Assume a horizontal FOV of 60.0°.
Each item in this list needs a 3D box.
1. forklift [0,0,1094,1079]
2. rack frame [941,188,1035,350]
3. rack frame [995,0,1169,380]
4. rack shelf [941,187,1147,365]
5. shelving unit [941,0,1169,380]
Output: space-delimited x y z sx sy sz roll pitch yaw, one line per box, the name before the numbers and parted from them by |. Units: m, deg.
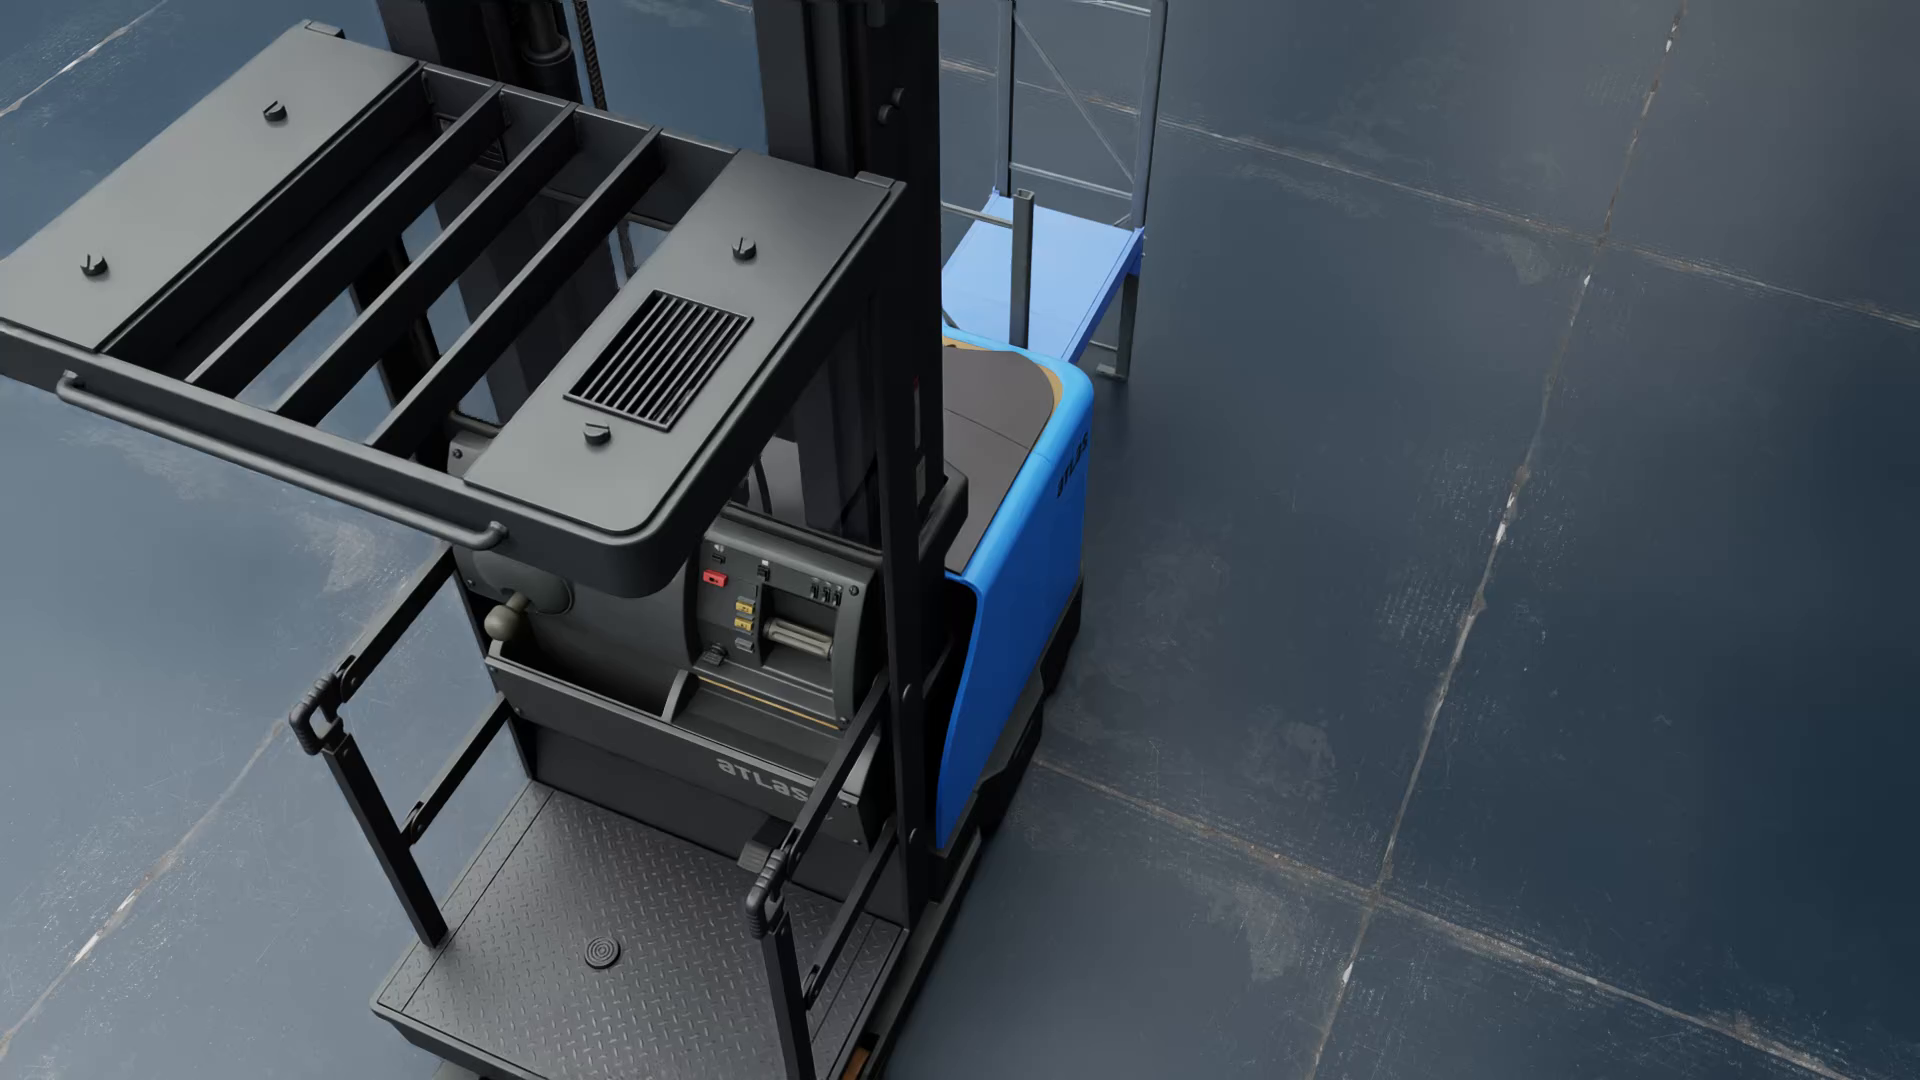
forklift | -0.694 0.195 3.160 1.130 2.935 3.031 18 52 15
rack frame | -0.056 -0.413 4.617 0.500 1.500 0.032 18 52 15
rack frame | 0.349 -1.124 5.221 0.500 1.500 0.032 18 52 15
rack shelf | 0.146 -0.652 5.056 0.538 0.185 1.000 18 52 15
shelving unit | 0.146 -0.768 4.919 0.538 1.500 1.048 18 52 15
